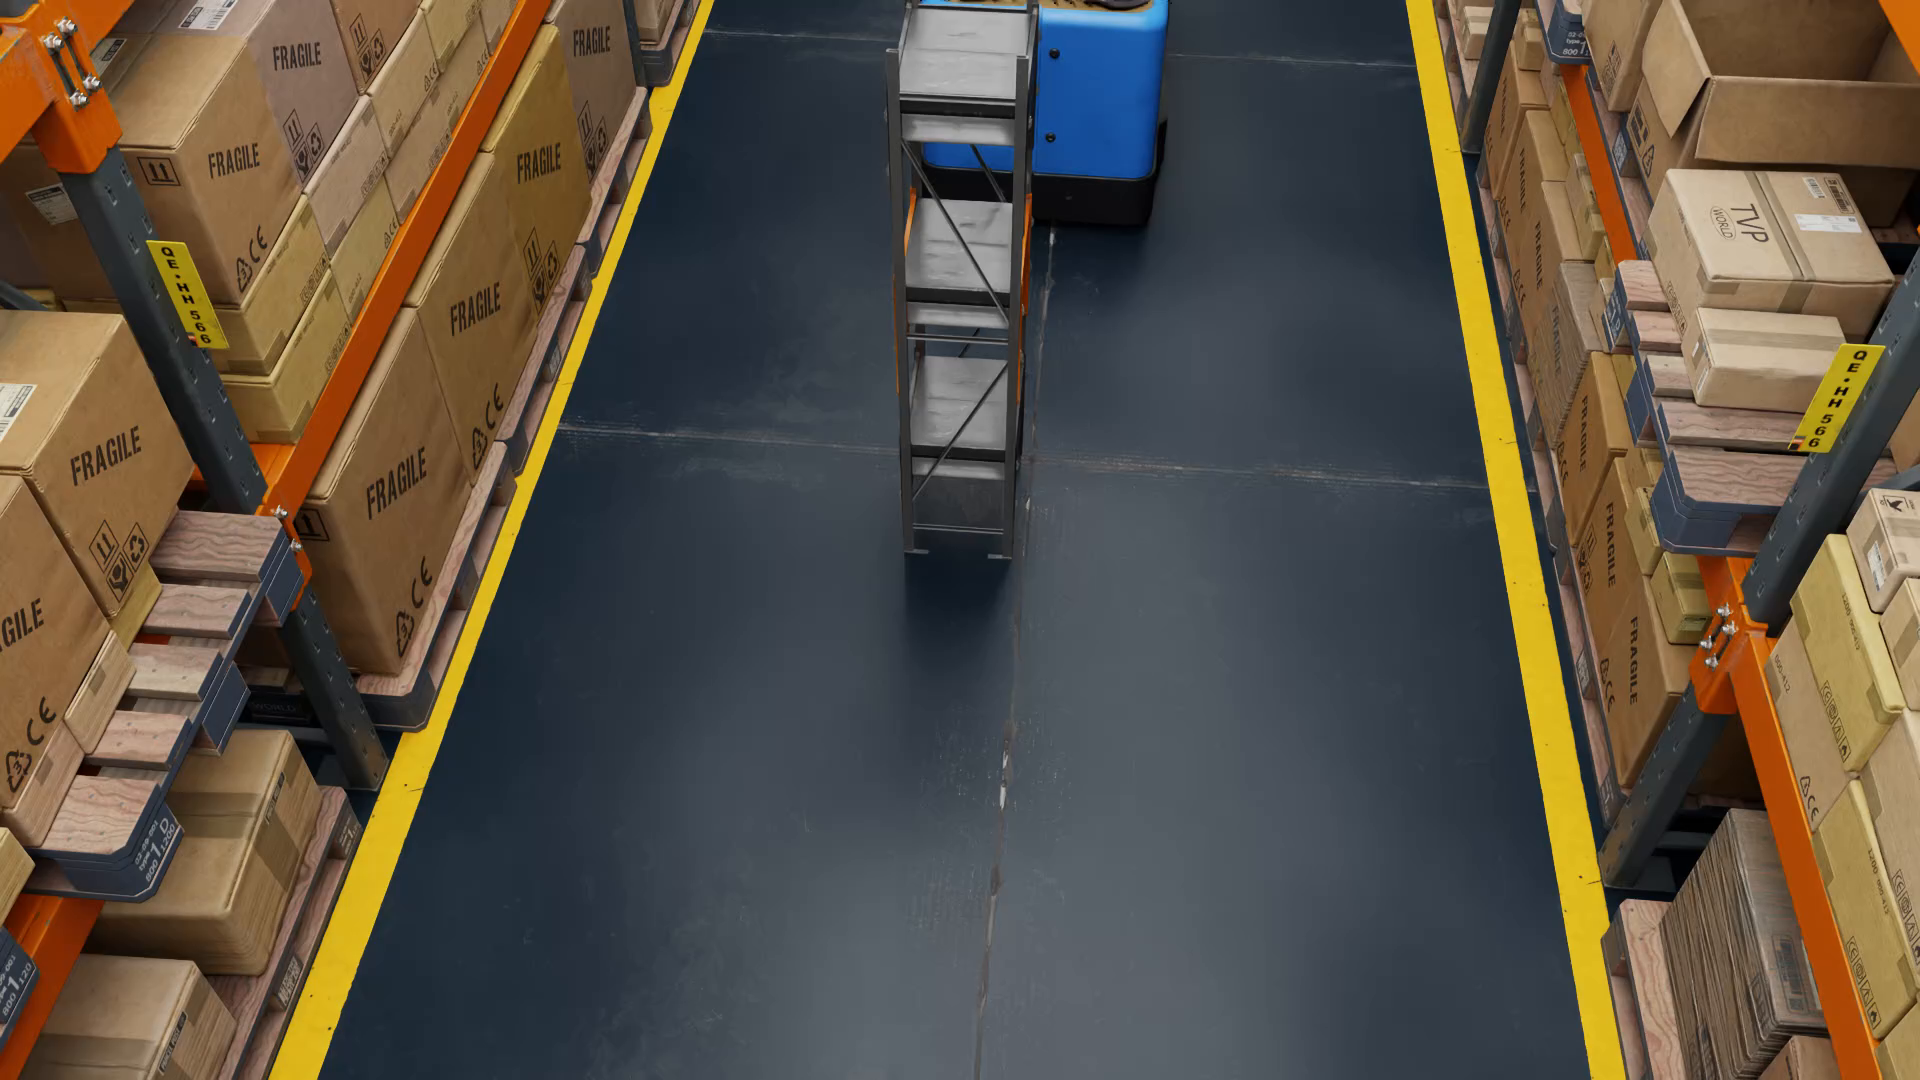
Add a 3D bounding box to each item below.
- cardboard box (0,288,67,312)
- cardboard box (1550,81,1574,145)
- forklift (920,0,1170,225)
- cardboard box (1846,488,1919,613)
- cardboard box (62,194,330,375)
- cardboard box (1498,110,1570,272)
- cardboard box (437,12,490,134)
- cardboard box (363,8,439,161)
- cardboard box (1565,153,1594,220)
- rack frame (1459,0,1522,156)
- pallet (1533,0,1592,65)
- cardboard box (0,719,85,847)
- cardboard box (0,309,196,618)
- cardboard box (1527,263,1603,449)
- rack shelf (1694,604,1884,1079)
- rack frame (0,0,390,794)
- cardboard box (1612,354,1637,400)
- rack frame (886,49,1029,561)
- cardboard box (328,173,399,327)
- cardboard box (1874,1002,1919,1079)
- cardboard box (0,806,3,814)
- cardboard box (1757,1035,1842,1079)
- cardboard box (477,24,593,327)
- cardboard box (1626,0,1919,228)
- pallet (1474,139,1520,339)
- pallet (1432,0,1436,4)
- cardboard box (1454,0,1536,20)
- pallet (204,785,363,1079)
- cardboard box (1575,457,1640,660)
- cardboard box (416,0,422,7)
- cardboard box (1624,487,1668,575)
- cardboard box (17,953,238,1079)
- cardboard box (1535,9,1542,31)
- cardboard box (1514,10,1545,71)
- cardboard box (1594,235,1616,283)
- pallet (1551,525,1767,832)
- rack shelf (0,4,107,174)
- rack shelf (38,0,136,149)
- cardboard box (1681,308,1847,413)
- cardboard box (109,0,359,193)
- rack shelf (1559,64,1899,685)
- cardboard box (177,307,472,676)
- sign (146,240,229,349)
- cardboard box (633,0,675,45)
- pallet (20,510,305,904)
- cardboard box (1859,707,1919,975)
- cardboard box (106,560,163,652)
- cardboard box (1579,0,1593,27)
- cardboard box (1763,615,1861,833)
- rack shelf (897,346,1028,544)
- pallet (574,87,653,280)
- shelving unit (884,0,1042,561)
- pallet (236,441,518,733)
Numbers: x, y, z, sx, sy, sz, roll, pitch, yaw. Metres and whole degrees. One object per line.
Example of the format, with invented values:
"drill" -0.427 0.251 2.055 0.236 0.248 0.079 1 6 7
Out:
"cardboard box" -2.620 -0.747 4.663 0.500 0.250 0.500 4 48 3
"cardboard box" 2.639 -1.737 6.776 0.380 0.149 0.250 2 48 2
"forklift" 0.499 -3.493 7.459 1.130 2.935 3.031 5 48 4
"cardboard box" 2.210 0.037 3.676 0.380 0.149 0.250 5 48 5
"cardboard box" -2.119 -0.729 4.647 0.500 0.250 0.500 4 48 3
"cardboard box" 2.590 -1.430 6.934 0.500 0.500 0.500 3 48 3
"cardboard box" -1.992 -1.674 5.850 0.500 0.250 0.500 4 48 4
"cardboard box" -2.013 -1.475 5.329 0.500 0.250 0.500 4 48 3
"cardboard box" 2.567 -1.354 6.425 0.380 0.149 0.250 4 48 3
"rack frame" 2.897 -2.864 6.837 1.000 3.000 0.127 4 48 4
"pallet" 2.715 -2.219 6.377 1.003 0.211 1.213 4 48 4
"cardboard box" -2.168 0.519 3.629 0.380 0.149 0.250 2 48 2
"cardboard box" -2.176 -0.179 3.827 0.500 0.500 0.500 3 48 2
"cardboard box" 2.486 -0.683 6.251 0.500 0.500 0.500 2 48 2
"rack shelf" 2.350 1.788 3.069 1.077 0.370 4.000 4 48 4
"rack frame" -2.411 -0.256 4.451 1.000 3.000 0.127 4 48 4
"cardboard box" 2.478 -0.589 5.726 0.380 0.149 0.250 3 48 3
"rack frame" -0.007 -0.651 5.422 0.400 2.100 0.015 4 48 4
"cardboard box" -2.087 -0.926 5.166 0.500 0.250 0.500 3 48 2
"cardboard box" 2.158 1.184 3.236 0.500 0.250 0.500 2 48 2
"cardboard box" -2.257 0.573 3.139 0.500 0.500 0.500 1 48 1
"cardboard box" 2.410 1.673 4.012 0.875 0.625 0.625 5 48 5
"cardboard box" -2.098 -1.494 6.739 0.875 0.875 0.875 5 48 5
"cardboard box" 2.497 -1.313 5.064 0.797 0.503 0.637 3 48 3
"pallet" 2.860 -1.322 7.317 1.003 0.211 1.213 4 48 4
"pallet" 3.069 -3.326 9.149 1.003 0.211 1.213 4 48 4
"cardboard box" 2.687 -2.774 8.323 0.396 0.266 0.258 5 48 5
"pallet" -2.484 1.260 4.955 1.003 0.211 1.213 4 48 4
"cardboard box" 2.413 0.085 5.549 0.500 0.500 0.500 3 48 3
"cardboard box" -1.975 -2.088 5.381 0.500 0.500 0.500 5 48 4
"cardboard box" 2.319 -0.024 5.209 0.380 0.149 0.250 2 48 2
"cardboard box" -2.532 1.447 4.390 0.950 0.372 0.625 3 48 3
"cardboard box" 2.659 -2.232 7.026 0.380 0.149 0.250 3 48 3
"cardboard box" 2.599 -2.135 7.140 0.380 0.149 0.250 6 48 5
"cardboard box" 2.547 -0.971 6.075 0.380 0.149 0.250 4 48 4
"pallet" 2.638 0.470 5.677 1.003 0.211 1.213 4 48 4
"rack shelf" -2.594 0.444 2.265 1.077 0.370 4.000 4 48 4
"rack shelf" -2.229 -2.495 4.954 1.077 0.370 4.000 4 48 4
"cardboard box" 2.210 -0.490 4.551 0.380 0.149 0.250 5 48 4
"cardboard box" -2.087 -1.338 4.696 0.500 0.500 0.500 4 48 4
"rack shelf" 2.714 -1.151 5.758 1.077 0.370 4.000 4 48 4
"cardboard box" -2.266 -0.182 5.539 0.875 0.875 0.875 3 48 3
"sign" -1.870 -0.590 4.026 0.100 0.325 0.005 4 48 4
"cardboard box" -1.883 -2.926 8.345 0.875 0.438 0.875 3 48 3
"pallet" -2.370 0.340 4.036 1.213 0.211 1.003 4 48 4
"cardboard box" 2.202 0.635 3.399 0.500 0.250 0.500 5 48 5
"cardboard box" -2.159 0.146 3.969 0.380 0.149 0.250 5 48 4
"cardboard box" 2.388 -1.965 5.821 0.396 0.266 0.258 6 48 5
"cardboard box" 2.248 0.436 3.920 0.500 0.250 0.500 4 48 4
"rack shelf" 0.015 -0.349 6.113 0.431 0.518 0.480 4 48 4
"pallet" -2.042 -1.682 7.645 1.003 0.211 1.213 4 48 4
"shelving unit" 0.015 -0.830 5.586 0.431 2.100 0.503 4 48 4
"pallet" -2.264 0.111 6.005 1.003 0.211 1.213 4 48 4
